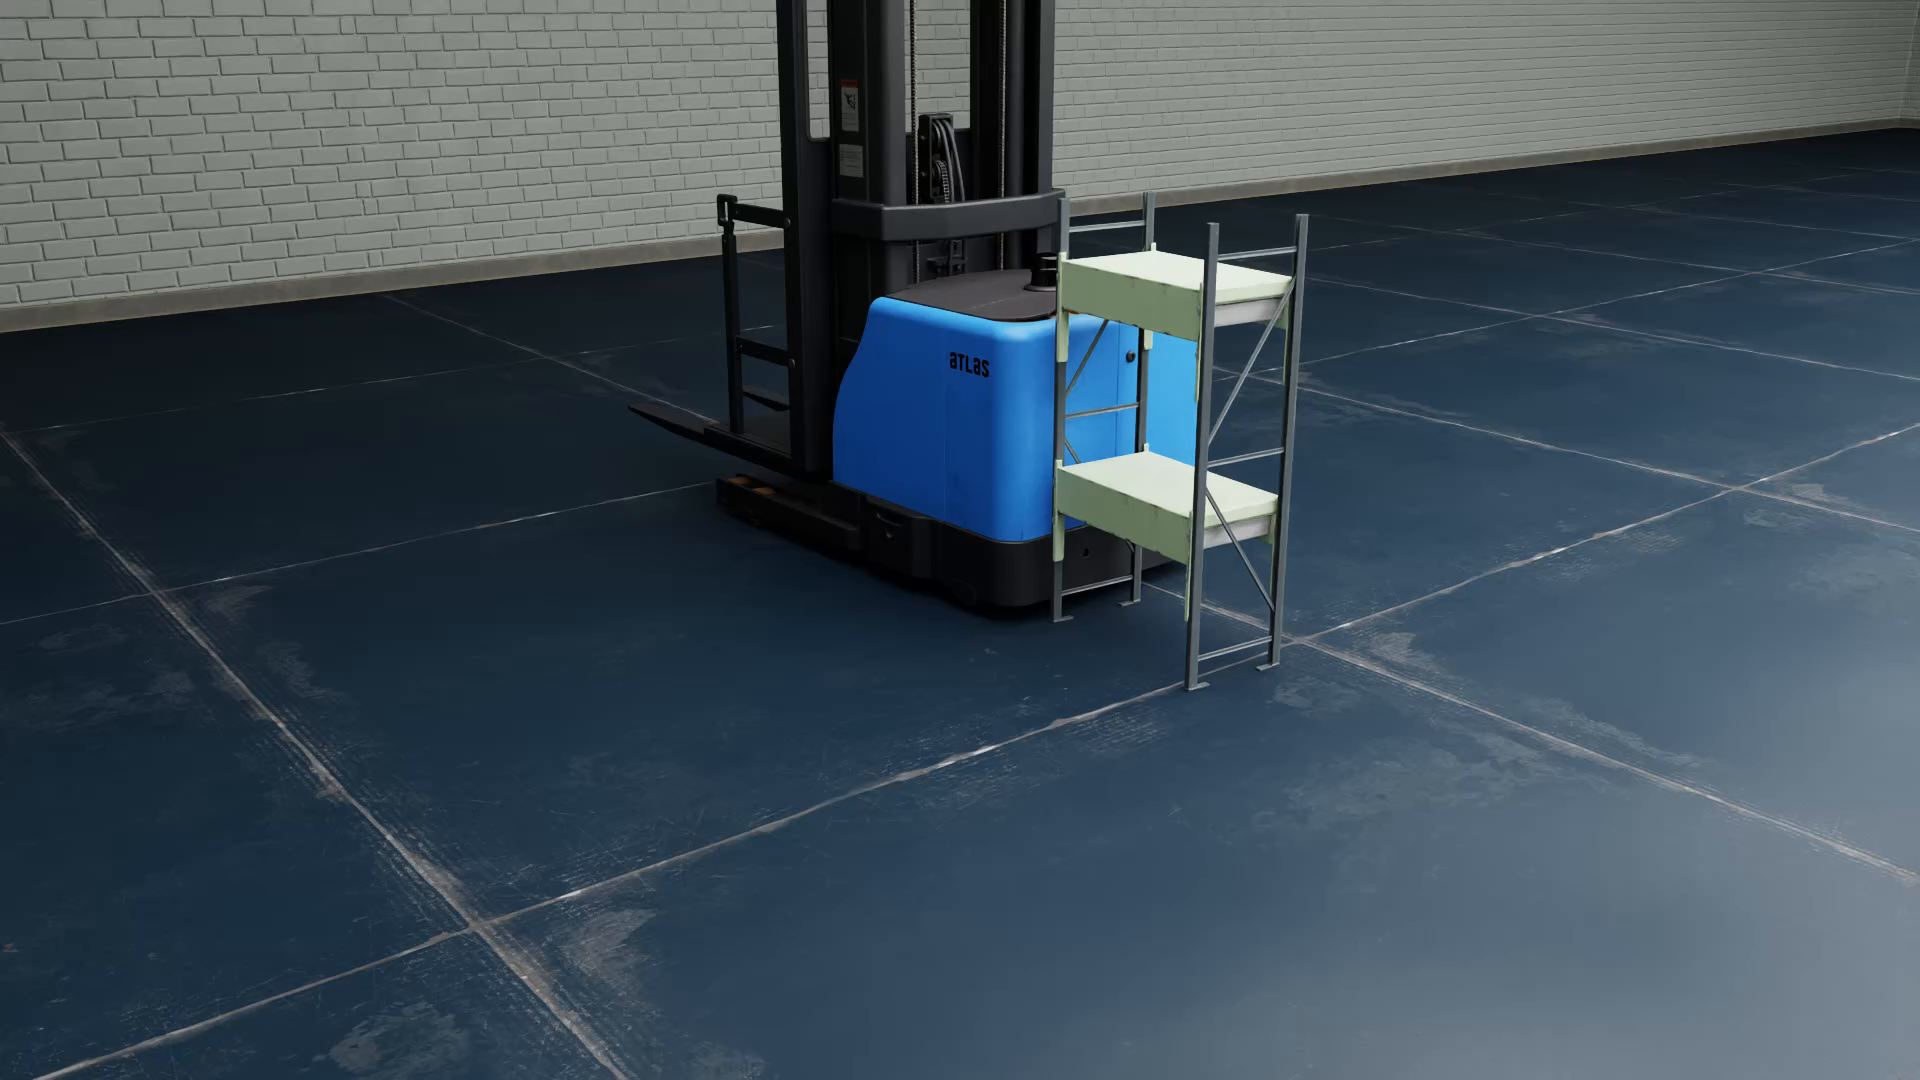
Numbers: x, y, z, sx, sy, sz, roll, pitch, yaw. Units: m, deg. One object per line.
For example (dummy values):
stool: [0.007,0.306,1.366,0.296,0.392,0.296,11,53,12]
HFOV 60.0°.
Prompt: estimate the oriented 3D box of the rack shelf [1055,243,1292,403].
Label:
rack shelf: [0.697,-0.724,5.420,0.431,0.370,0.720,-12,22,-32]

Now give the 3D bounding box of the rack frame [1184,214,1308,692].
rack frame: [0.899,-0.257,5.253,0.400,1.500,0.023,-12,22,-32]

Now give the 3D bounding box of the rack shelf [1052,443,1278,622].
rack shelf: [0.697,-0.044,5.646,0.431,0.370,0.720,-12,22,-32]

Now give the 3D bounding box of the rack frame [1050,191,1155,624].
rack frame: [0.495,-0.449,5.833,0.400,1.500,0.023,-12,22,-32]

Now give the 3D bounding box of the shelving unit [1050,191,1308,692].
shelving unit: [0.697,-0.353,5.543,0.431,1.500,0.755,-12,22,-32]

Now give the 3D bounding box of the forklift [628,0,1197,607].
forklift: [-0.400,-1.541,6.855,1.130,2.935,3.031,-15,23,-38]
